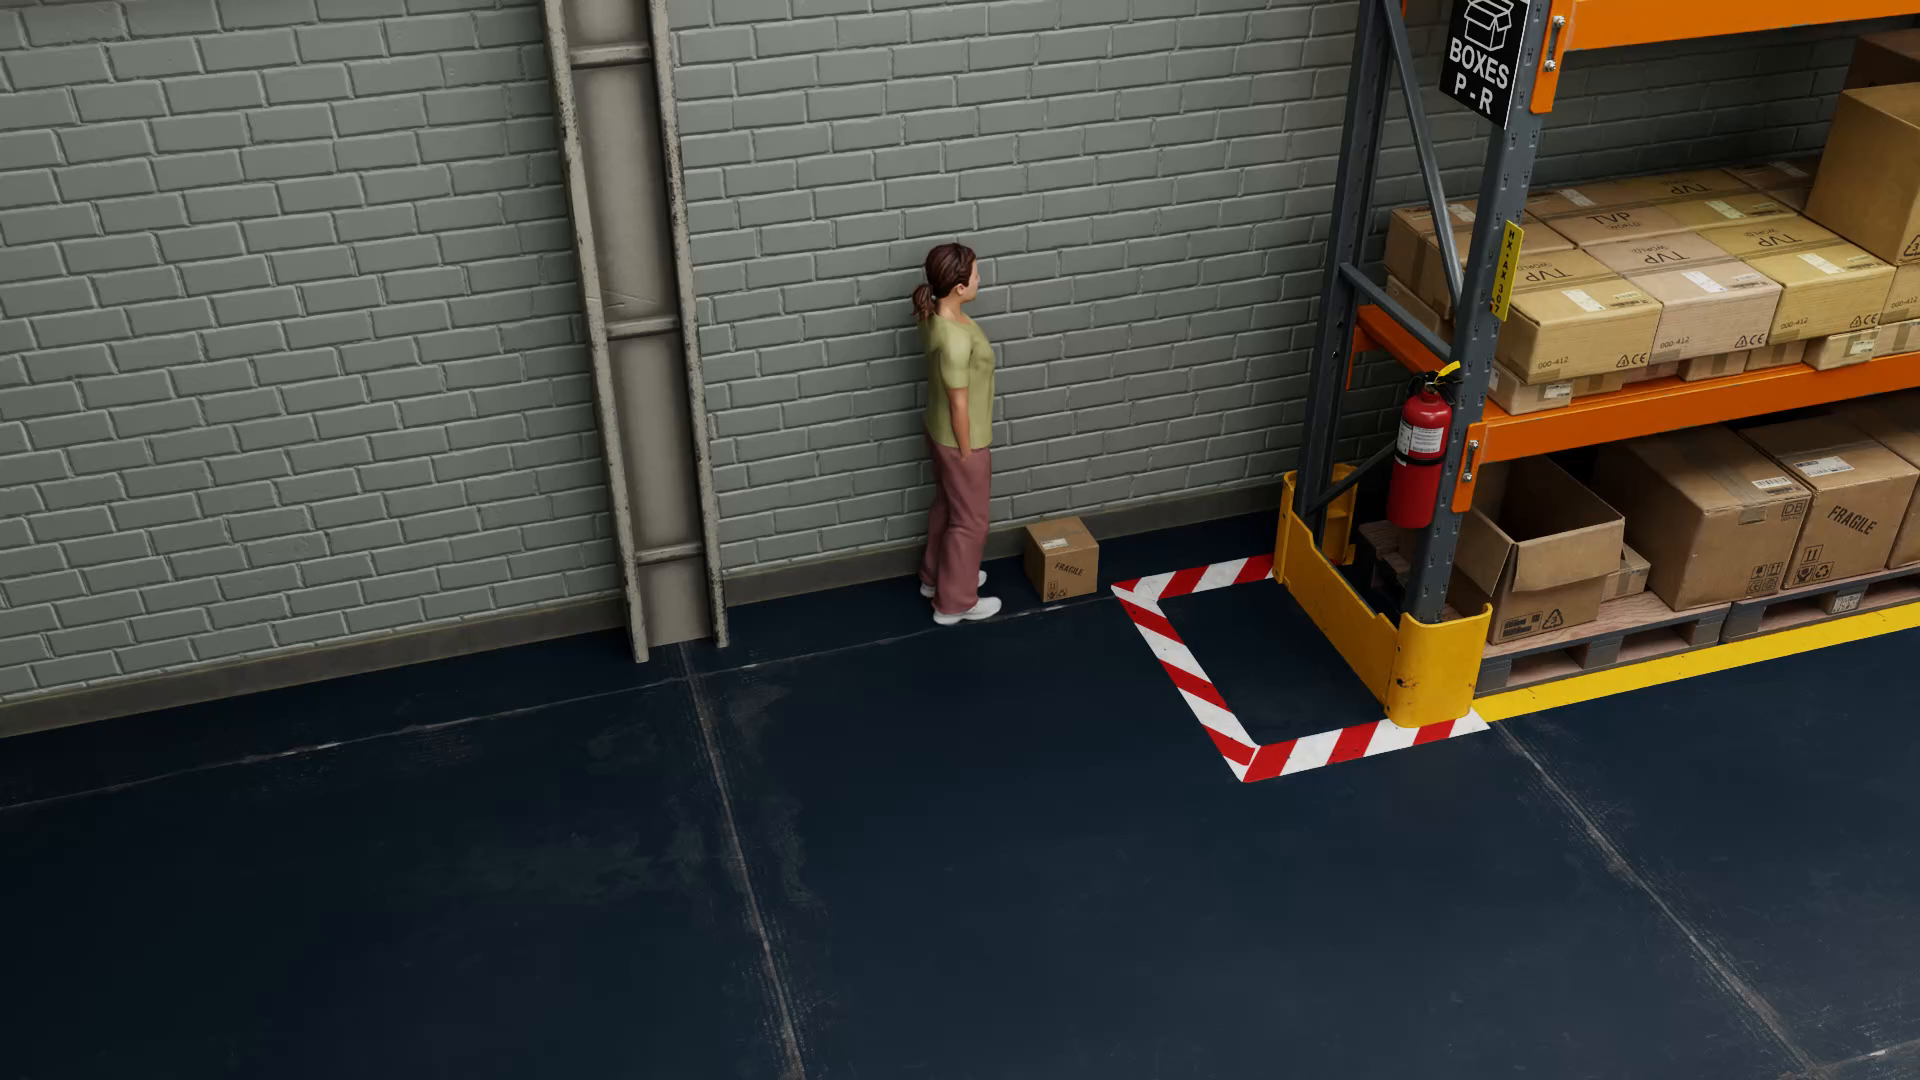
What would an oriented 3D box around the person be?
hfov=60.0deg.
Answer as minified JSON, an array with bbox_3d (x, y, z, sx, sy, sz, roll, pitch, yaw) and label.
[{"bbox_3d":[-0.020,-0.431,6.789,0.344,1.669,0.440,-9,35,-14],"label":"person"}]
